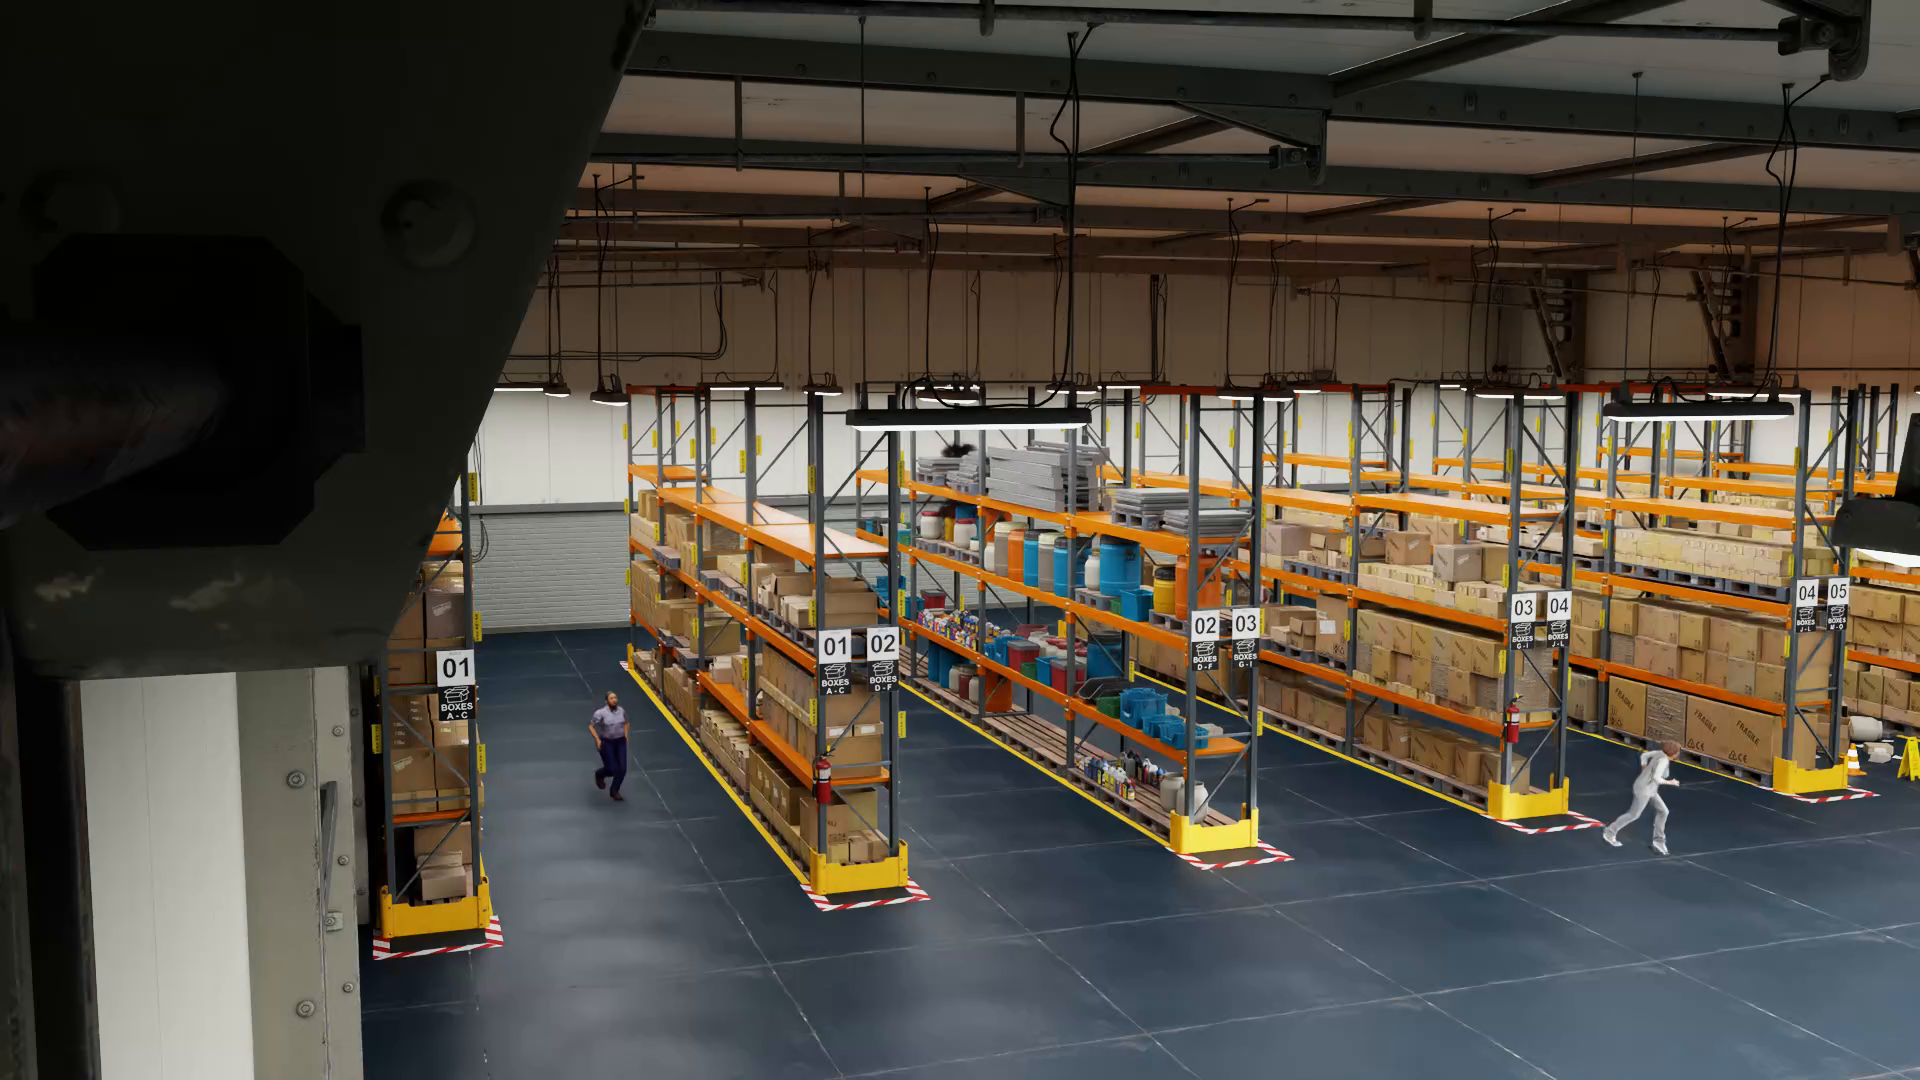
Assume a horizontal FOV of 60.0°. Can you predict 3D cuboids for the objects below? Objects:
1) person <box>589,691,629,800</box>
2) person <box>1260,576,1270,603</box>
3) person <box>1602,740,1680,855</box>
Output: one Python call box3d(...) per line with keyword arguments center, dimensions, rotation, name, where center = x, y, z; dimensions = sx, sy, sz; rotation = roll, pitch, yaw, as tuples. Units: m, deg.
box3d(center=(-5.131, 3.021, 24.500), dimensions=(0.614, 1.588, 0.551), rotation=(-5, 7, -37), name="person")
box3d(center=(6.630, 1.618, 37.297), dimensions=(0.661, 1.773, 0.798), rotation=(-1, 6, -12), name="person")
box3d(center=(8.921, 3.355, 21.778), dimensions=(0.911, 1.542, 0.581), rotation=(2, 6, 18), name="person")
